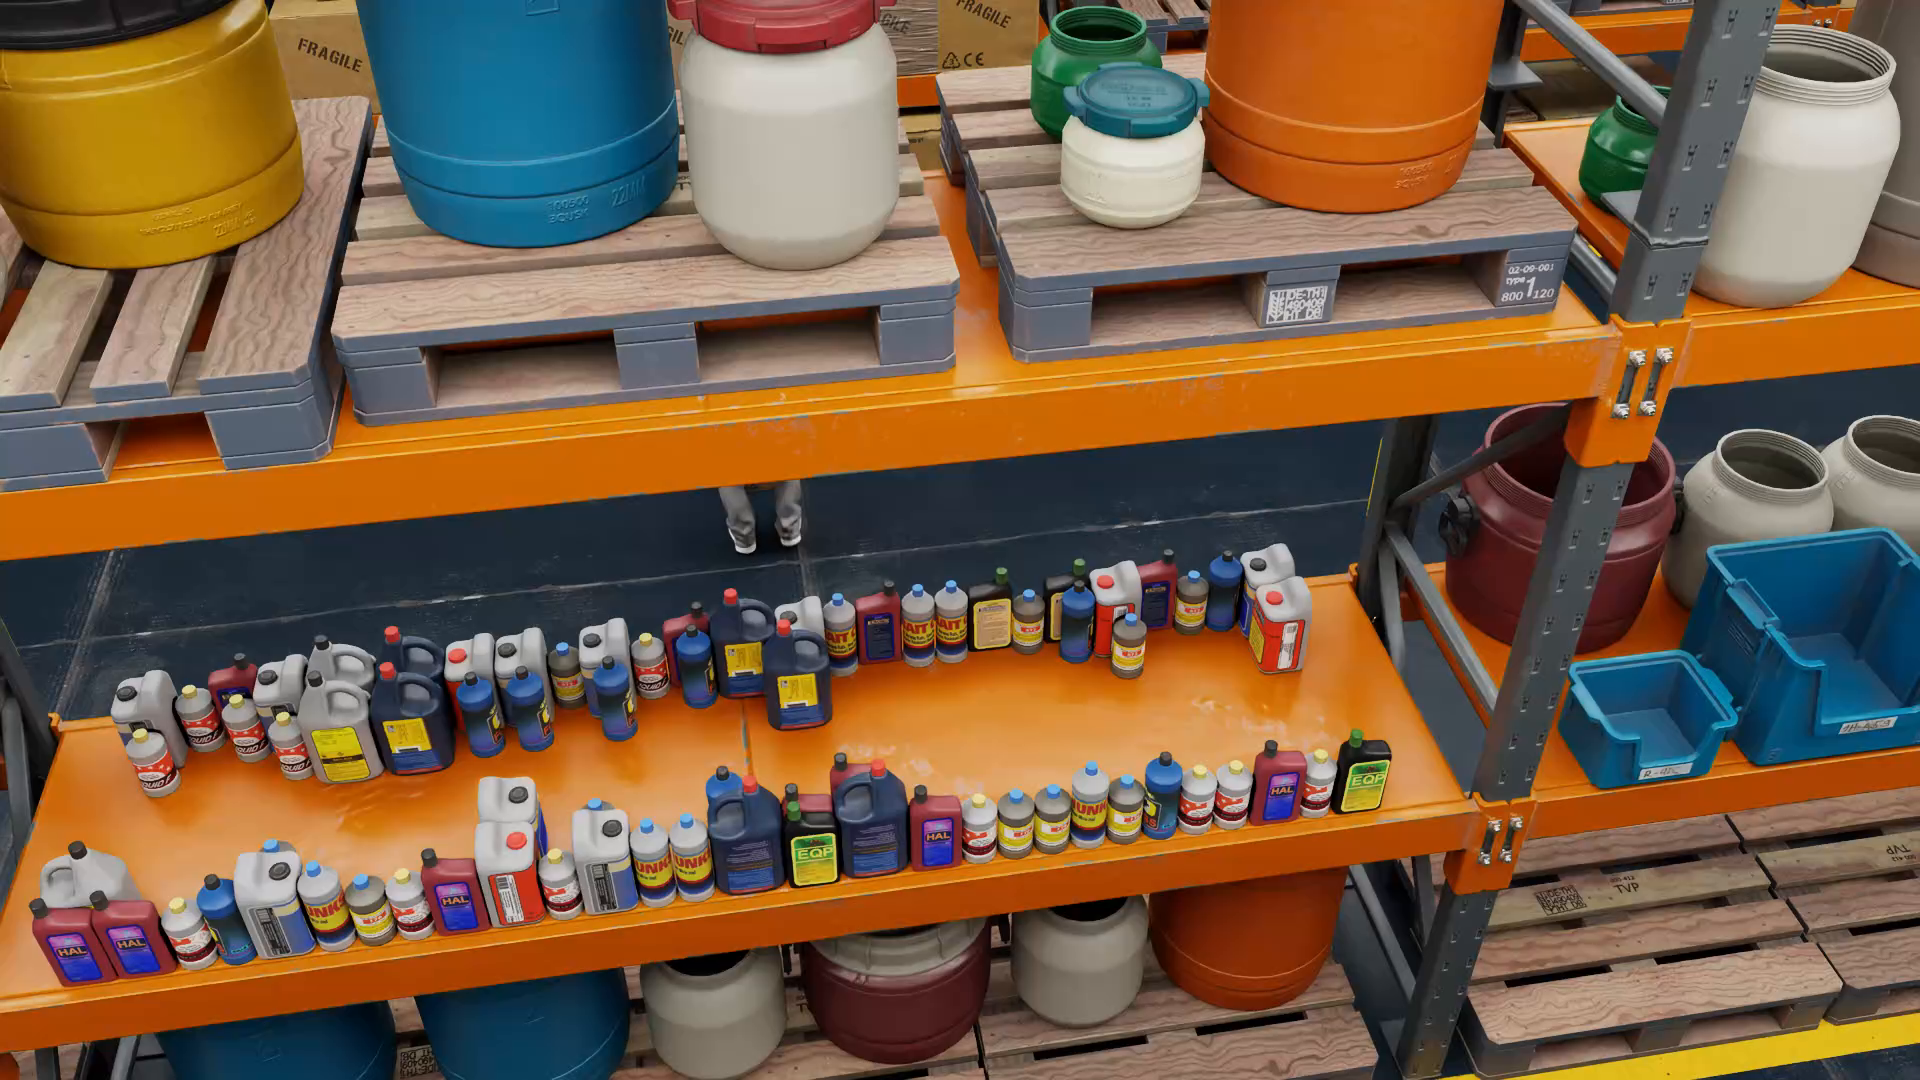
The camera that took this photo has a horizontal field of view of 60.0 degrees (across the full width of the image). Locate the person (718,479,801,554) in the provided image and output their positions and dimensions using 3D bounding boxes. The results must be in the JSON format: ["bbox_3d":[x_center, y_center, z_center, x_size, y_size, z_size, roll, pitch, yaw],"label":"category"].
[{"bbox_3d":[-0.908,-0.494,7.120,0.461,1.158,0.725,-6,40,-8],"label":"person"}]
